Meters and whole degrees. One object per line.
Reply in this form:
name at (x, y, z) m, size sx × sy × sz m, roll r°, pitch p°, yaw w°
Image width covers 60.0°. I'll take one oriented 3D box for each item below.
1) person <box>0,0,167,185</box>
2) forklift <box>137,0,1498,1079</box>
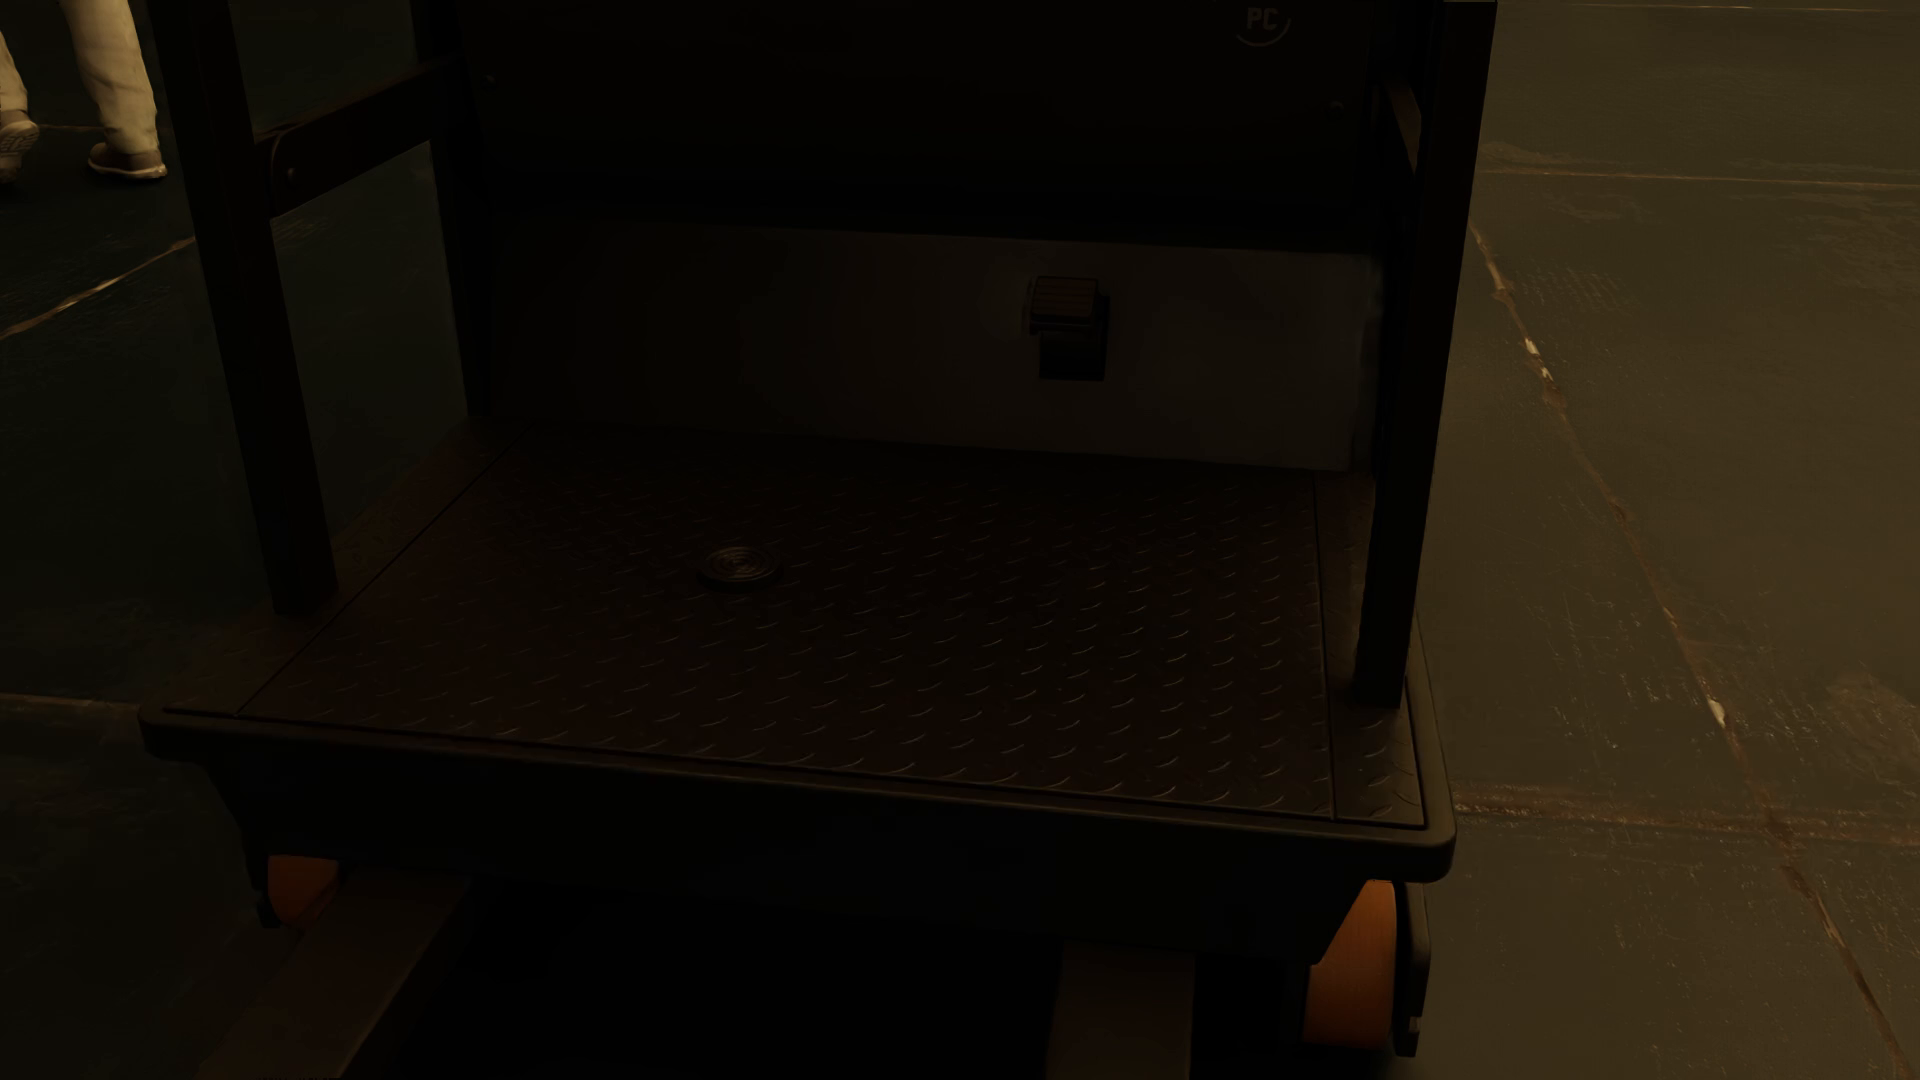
person at (-2.353, -1.740, 4.087) m, size 0.496 × 1.771 × 0.650 m, roll 23°, pitch 34°, yaw 38°
forklift at (-0.088, -1.011, 1.243) m, size 1.130 × 2.935 × 3.031 m, roll 4°, pitch 27°, yaw 8°
